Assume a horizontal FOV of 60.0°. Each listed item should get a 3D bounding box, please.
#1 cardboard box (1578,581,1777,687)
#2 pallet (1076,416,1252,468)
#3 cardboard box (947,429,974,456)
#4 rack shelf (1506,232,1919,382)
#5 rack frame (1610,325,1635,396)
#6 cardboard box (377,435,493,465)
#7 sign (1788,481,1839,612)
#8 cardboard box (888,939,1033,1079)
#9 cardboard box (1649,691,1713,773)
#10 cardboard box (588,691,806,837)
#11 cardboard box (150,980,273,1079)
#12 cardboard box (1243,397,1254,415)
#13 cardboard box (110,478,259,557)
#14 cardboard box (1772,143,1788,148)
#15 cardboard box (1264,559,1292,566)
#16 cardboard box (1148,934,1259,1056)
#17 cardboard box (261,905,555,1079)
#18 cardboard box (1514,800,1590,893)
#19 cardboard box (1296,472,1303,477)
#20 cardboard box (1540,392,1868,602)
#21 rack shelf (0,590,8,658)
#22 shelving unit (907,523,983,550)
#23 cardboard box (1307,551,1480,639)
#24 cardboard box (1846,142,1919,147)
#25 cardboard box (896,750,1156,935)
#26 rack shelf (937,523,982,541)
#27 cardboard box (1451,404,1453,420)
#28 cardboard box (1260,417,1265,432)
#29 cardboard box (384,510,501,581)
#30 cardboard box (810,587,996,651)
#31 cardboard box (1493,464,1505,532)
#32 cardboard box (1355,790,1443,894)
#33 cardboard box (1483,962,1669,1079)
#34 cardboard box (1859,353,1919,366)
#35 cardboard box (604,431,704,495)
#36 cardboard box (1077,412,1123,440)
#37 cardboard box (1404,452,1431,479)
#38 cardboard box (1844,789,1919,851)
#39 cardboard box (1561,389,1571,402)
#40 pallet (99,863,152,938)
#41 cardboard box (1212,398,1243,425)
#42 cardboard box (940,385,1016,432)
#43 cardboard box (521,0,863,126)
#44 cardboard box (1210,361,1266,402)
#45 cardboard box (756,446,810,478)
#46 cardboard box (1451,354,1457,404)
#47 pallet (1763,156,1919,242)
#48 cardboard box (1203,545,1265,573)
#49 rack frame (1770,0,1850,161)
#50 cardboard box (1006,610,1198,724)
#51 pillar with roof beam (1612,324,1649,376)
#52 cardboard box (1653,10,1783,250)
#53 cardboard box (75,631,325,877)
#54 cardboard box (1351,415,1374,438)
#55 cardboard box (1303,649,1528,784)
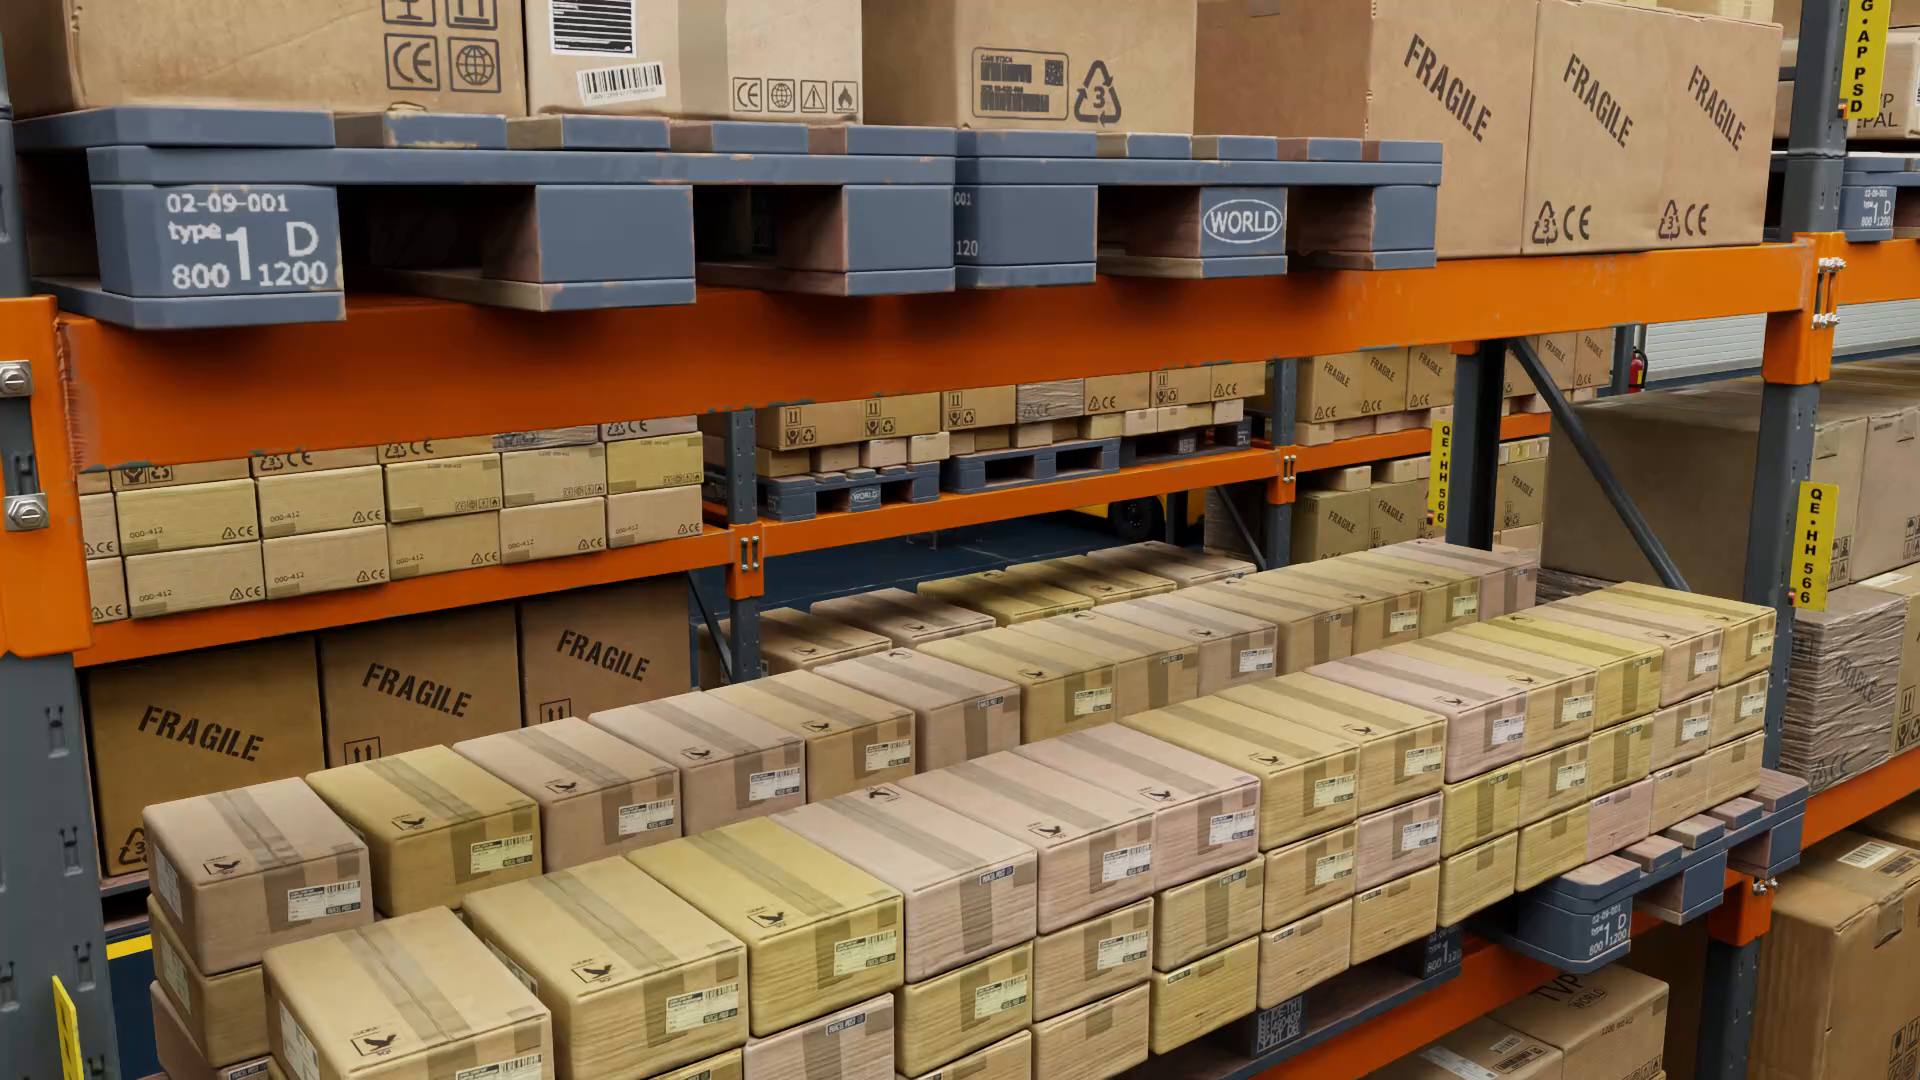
[{"bbox_3d":[1.724,0.222,4.024,0.250,0.149,0.380,-10,16,-40],"label":"cardboard box"},{"bbox_3d":[1.085,-0.682,10.580,1.213,0.211,1.003,-9,15,-38],"label":"pallet"},{"bbox_3d":[-0.129,-0.562,9.149,0.250,0.149,0.380,-8,15,-34],"label":"cardboard box"},{"bbox_3d":[3.382,-0.917,5.738,4.000,0.370,1.077,-9,15,-38],"label":"rack shelf"},{"bbox_3d":[4.896,-1.370,13.361,0.127,3.000,1.000,-9,15,-38],"label":"rack frame"},{"bbox_3d":[-2.378,-0.629,7.224,0.500,0.500,0.500,-9,15,-38],"label":"cardboard box"},{"bbox_3d":[2.167,0.017,4.232,0.005,0.325,0.100,-9,15,-38],"label":"sign"},{"bbox_3d":[-0.103,0.671,2.627,0.250,0.149,0.380,-10,16,-40],"label":"cardboard box"},{"bbox_3d":[1.512,0.402,3.890,0.250,0.149,0.380,-9,15,-36],"label":"cardboard box"},{"bbox_3d":[-0.494,0.417,3.105,0.250,0.149,0.380,-9,15,-38],"label":"cardboard box"},{"bbox_3d":[-1.116,0.810,2.685,0.250,0.149,0.380,-10,15,-39],"label":"cardboard box"},{"bbox_3d":[1.964,-1.144,11.337,0.500,0.500,0.500,-10,16,-39],"label":"cardboard box"},{"bbox_3d":[-3.154,-0.129,6.673,0.500,0.250,0.500,-9,15,-37],"label":"cardboard box"},{"bbox_3d":[2.449,-1.405,5.264,0.500,0.311,0.500,-9,15,-38],"label":"cardboard box"},{"bbox_3d":[2.402,0.256,11.313,0.500,0.250,0.500,-10,16,-40],"label":"cardboard box"},{"bbox_3d":[0.308,0.747,2.982,0.250,0.149,0.380,-10,15,-39],"label":"cardboard box"},{"bbox_3d":[-0.708,0.626,2.118,0.250,0.149,0.380,-8,15,-35],"label":"cardboard box"},{"bbox_3d":[1.130,0.611,3.625,0.250,0.149,0.380,-10,15,-38],"label":"cardboard box"},{"bbox_3d":[2.463,-0.265,11.959,0.500,0.500,0.500,-9,15,-37],"label":"cardboard box"},{"bbox_3d":[2.177,-0.137,4.905,0.500,0.500,0.700,-10,15,-38],"label":"cardboard box"},{"bbox_3d":[-2.865,0.121,0.849,4.000,0.370,1.077,-9,15,-38],"label":"rack shelf"},{"bbox_3d":[-0.129,-1.006,13.810,0.503,2.100,0.431,-9,15,-38],"label":"shelving unit"},{"bbox_3d":[1.131,0.148,4.373,0.250,0.149,0.380,-10,16,-39],"label":"cardboard box"},{"bbox_3d":[2.914,-1.314,4.983,0.500,0.250,0.500,-9,15,-36],"label":"cardboard box"},{"bbox_3d":[0.104,0.491,2.756,0.250,0.149,0.380,-10,15,-38],"label":"cardboard box"},{"bbox_3d":[-0.129,-0.308,13.958,0.480,0.518,0.431,-9,15,-38],"label":"rack shelf"},{"bbox_3d":[3.403,-0.919,11.840,0.250,0.149,0.380,-10,15,-38],"label":"cardboard box"},{"bbox_3d":[2.024,-0.853,11.529,0.250,0.149,0.380,-9,15,-36],"label":"cardboard box"},{"bbox_3d":[-2.376,-0.020,7.361,0.500,0.250,0.500,-10,15,-38],"label":"cardboard box"},{"bbox_3d":[-0.332,0.579,9.496,0.625,0.372,0.950,-10,15,-39],"label":"cardboard box"},{"bbox_3d":[3.630,-0.319,12.211,0.500,0.500,0.500,-10,15,-39],"label":"cardboard box"},{"bbox_3d":[0.713,0.535,3.265,0.250,0.149,0.380,-9,15,-36],"label":"cardboard box"},{"bbox_3d":[1.450,1.239,4.273,0.500,0.250,0.500,-10,15,-39],"label":"cardboard box"},{"bbox_3d":[3.765,-0.402,6.151,0.500,0.500,0.700,-9,15,-37],"label":"cardboard box"},{"bbox_3d":[-1.570,-0.399,7.946,0.500,0.250,0.500,-10,15,-38],"label":"cardboard box"},{"bbox_3d":[0.738,-0.692,9.761,0.250,0.149,0.380,-9,15,-38],"label":"cardboard box"},{"bbox_3d":[3.146,-0.537,11.680,0.250,0.149,0.380,-8,15,-34],"label":"cardboard box"},{"bbox_3d":[3.033,1.174,5.783,0.750,0.750,1.050,-9,15,-37],"label":"cardboard box"},{"bbox_3d":[4.396,-1.084,12.615,0.250,0.149,0.380,-10,15,-39],"label":"cardboard box"},{"bbox_3d":[-3.919,1.438,6.846,1.213,0.211,1.003,-9,15,-38],"label":"pallet"},{"bbox_3d":[1.544,-0.822,10.373,0.250,0.149,0.380,-9,15,-37],"label":"cardboard box"},{"bbox_3d":[-0.042,-0.892,9.139,0.500,0.500,0.500,-9,15,-37],"label":"cardboard box"},{"bbox_3d":[-0.484,-0.733,2.340,0.500,0.311,0.500,-10,15,-38],"label":"cardboard box"},{"bbox_3d":[1.555,-1.154,10.374,0.500,0.500,0.500,-10,15,-39],"label":"cardboard box"},{"bbox_3d":[-0.981,-0.427,8.511,0.250,0.149,0.380,-11,16,-41],"label":"cardboard box"},{"bbox_3d":[3.450,-1.258,11.876,0.500,0.500,0.500,-9,15,-37],"label":"cardboard box"},{"bbox_3d":[2.290,-1.010,4.895,1.003,0.211,1.213,-9,15,-35],"label":"pallet"},{"bbox_3d":[2.067,0.168,11.725,0.500,0.250,0.500,-9,15,-35],"label":"cardboard box"},{"bbox_3d":[1.821,-2.477,4.130,0.127,3.000,1.000,-9,15,-38],"label":"rack frame"},{"bbox_3d":[0.313,0.283,3.735,0.250,0.149,0.380,-9,15,-36],"label":"cardboard box"},{"bbox_3d":[12.745,-6.024,20.834,0.400,9.000,9.100,-9,15,-38],"label":"pillar with roof beam"},{"bbox_3d":[1.533,-0.943,3.888,0.500,0.500,0.500,-9,15,-38],"label":"cardboard box"},{"bbox_3d":[-3.339,0.809,7.203,0.875,0.875,0.875,-9,15,-36],"label":"cardboard box"},{"bbox_3d":[2.572,-0.798,11.269,0.250,0.149,0.380,-10,15,-38],"label":"cardboard box"},{"bbox_3d":[0.924,0.354,3.403,0.250,0.149,0.380,-9,15,-38],"label":"cardboard box"}]
